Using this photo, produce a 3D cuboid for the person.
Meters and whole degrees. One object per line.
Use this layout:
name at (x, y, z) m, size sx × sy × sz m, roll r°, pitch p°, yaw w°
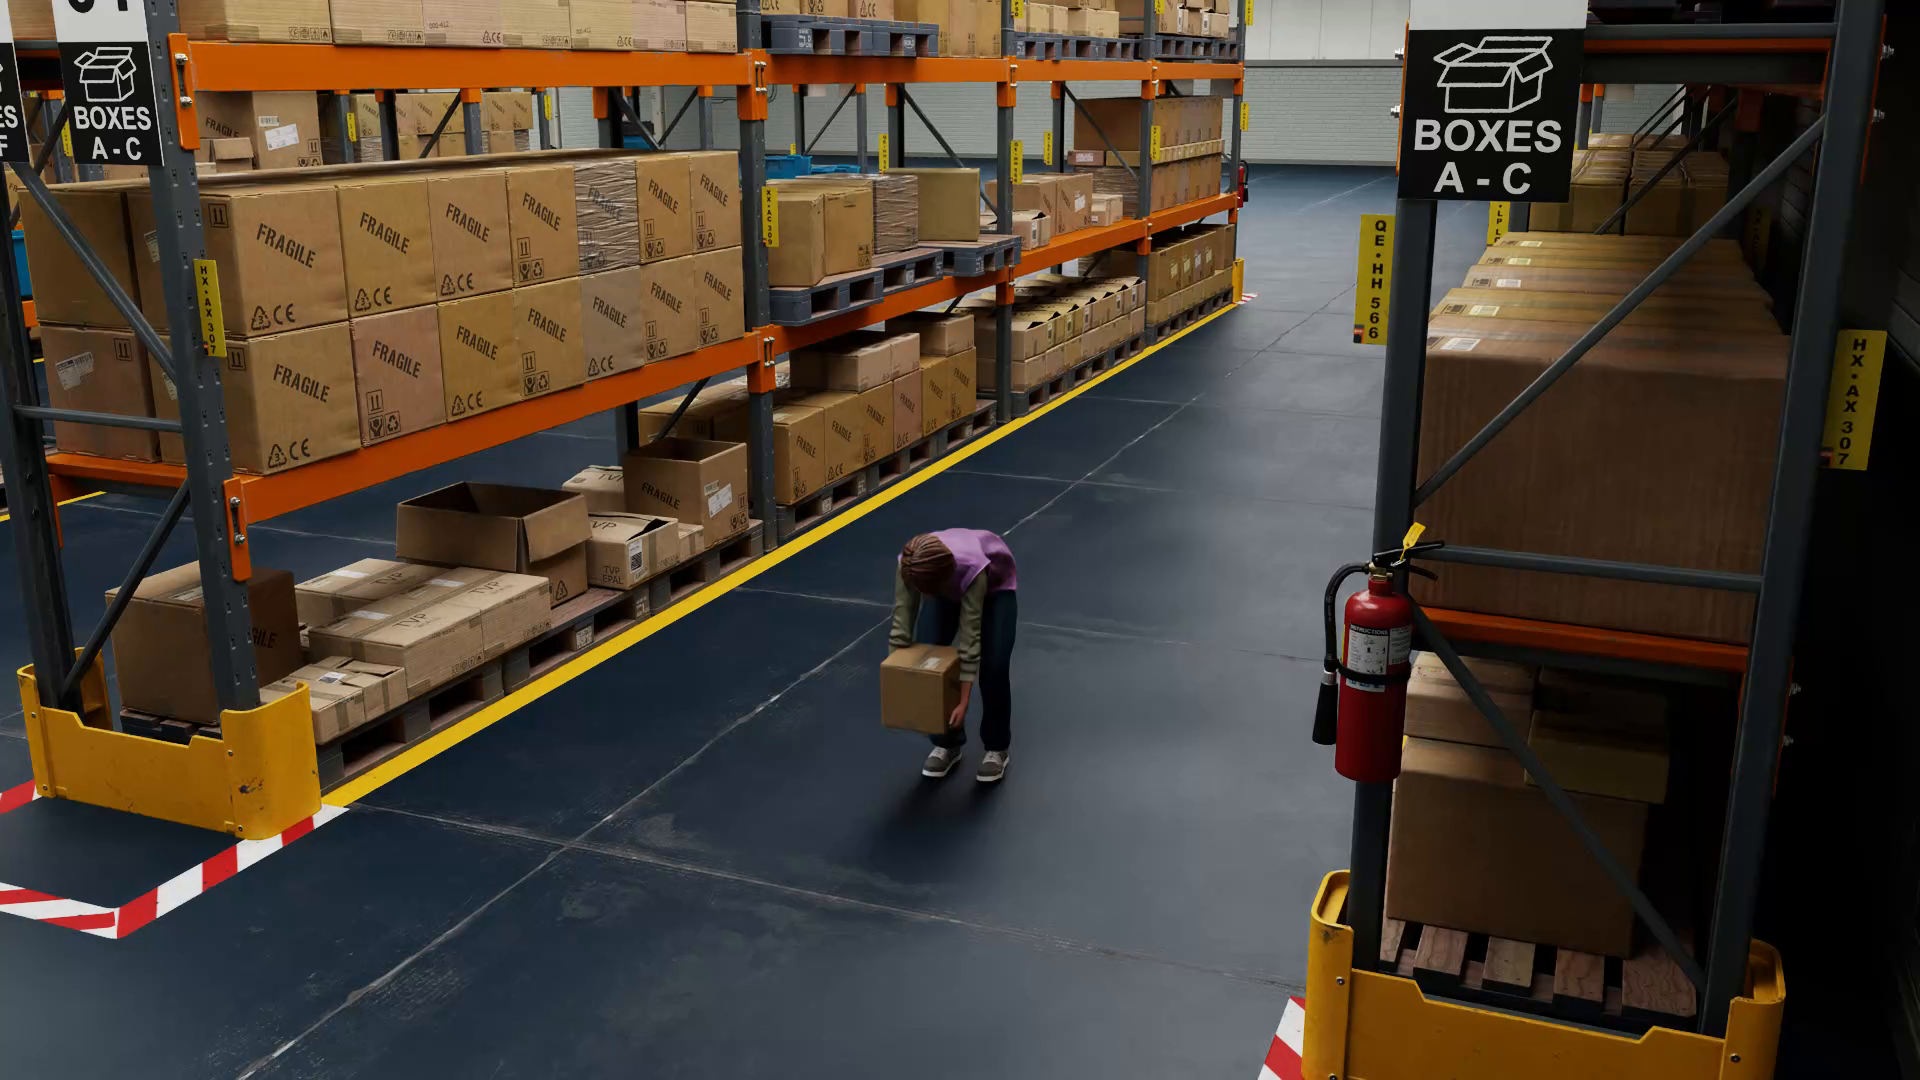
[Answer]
person at (-0.026, 0.441, 6.407) m, size 0.402 × 1.094 × 0.846 m, roll 5°, pitch 17°, yaw 18°
